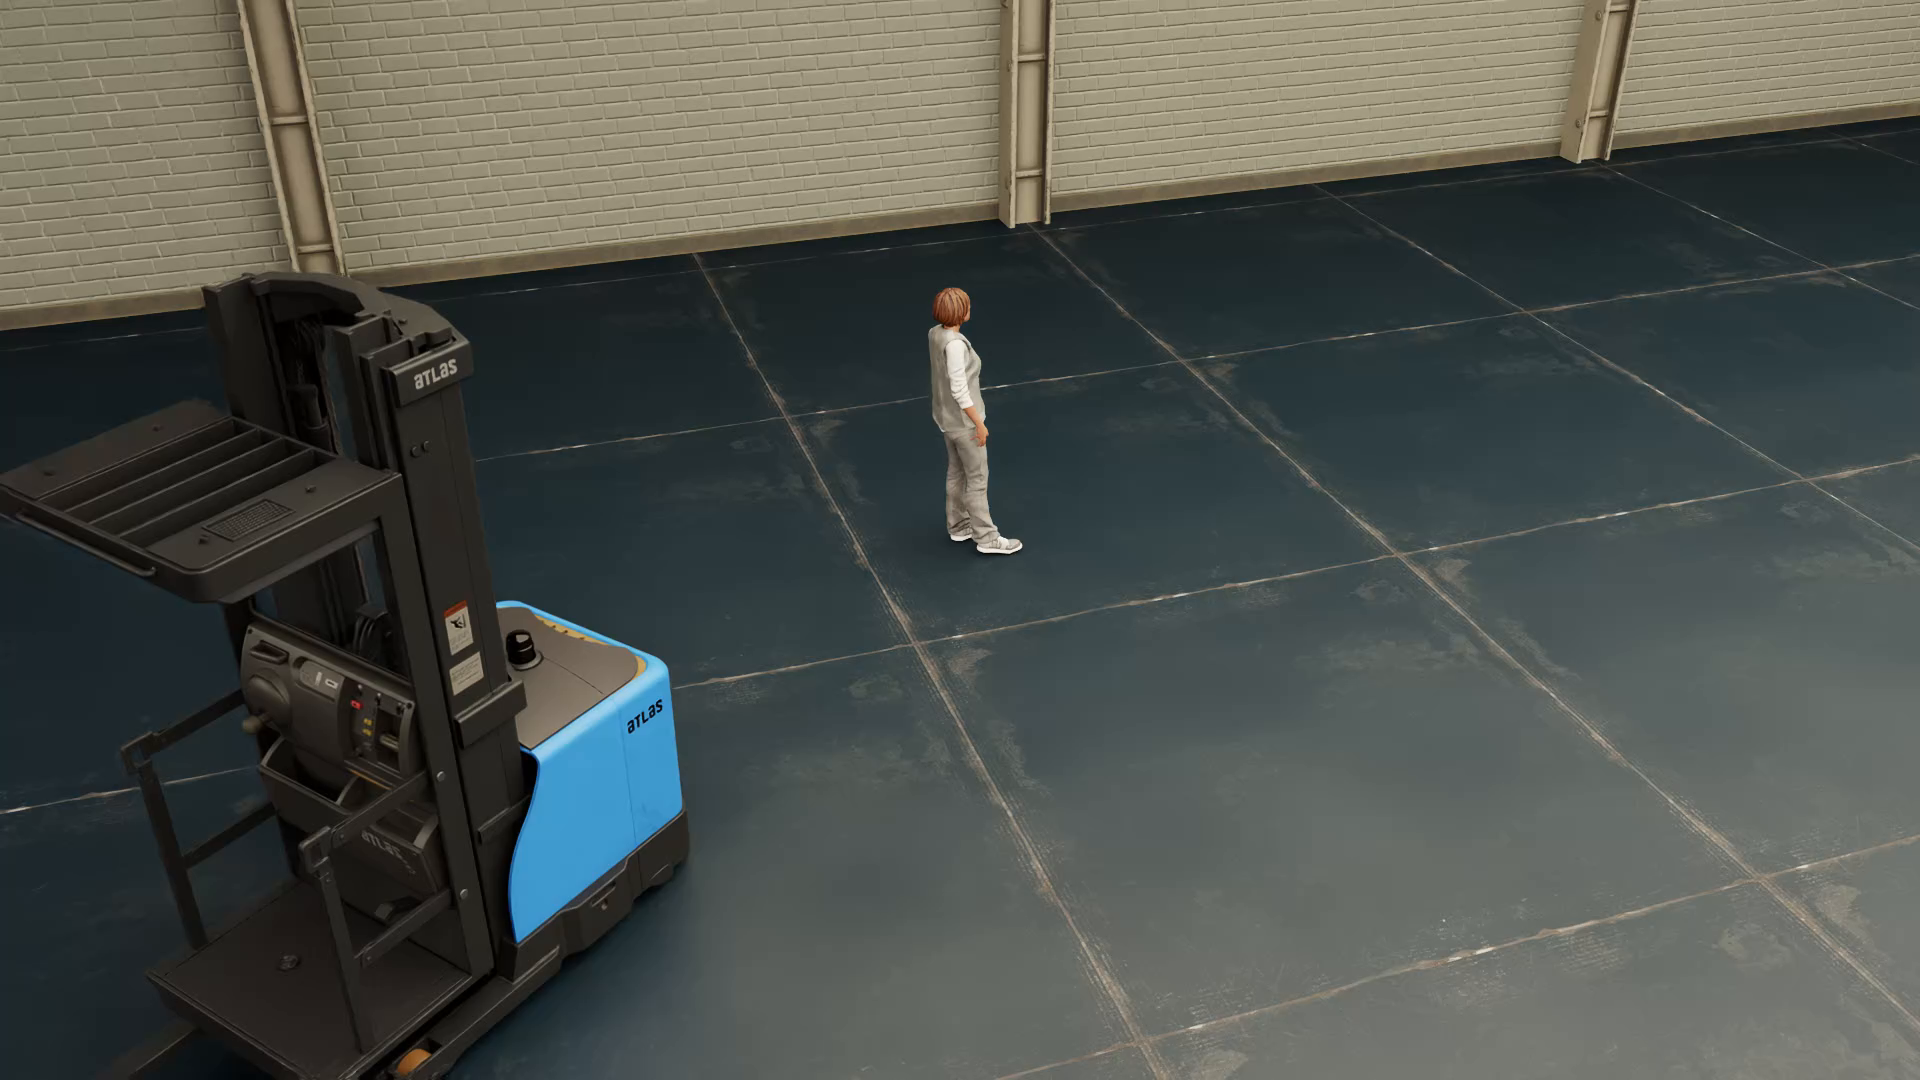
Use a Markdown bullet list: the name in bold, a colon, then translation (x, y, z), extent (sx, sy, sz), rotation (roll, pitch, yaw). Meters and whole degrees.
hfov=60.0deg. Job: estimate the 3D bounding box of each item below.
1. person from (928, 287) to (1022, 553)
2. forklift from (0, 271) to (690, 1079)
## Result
- **person**: translation (0.075, -0.704, 9.633), extent (0.473, 1.599, 0.520), rotation (-10, 31, -16)
- **forklift**: translation (-2.437, 0.655, 5.948), extent (1.130, 2.935, 3.031), rotation (18, 34, 28)
